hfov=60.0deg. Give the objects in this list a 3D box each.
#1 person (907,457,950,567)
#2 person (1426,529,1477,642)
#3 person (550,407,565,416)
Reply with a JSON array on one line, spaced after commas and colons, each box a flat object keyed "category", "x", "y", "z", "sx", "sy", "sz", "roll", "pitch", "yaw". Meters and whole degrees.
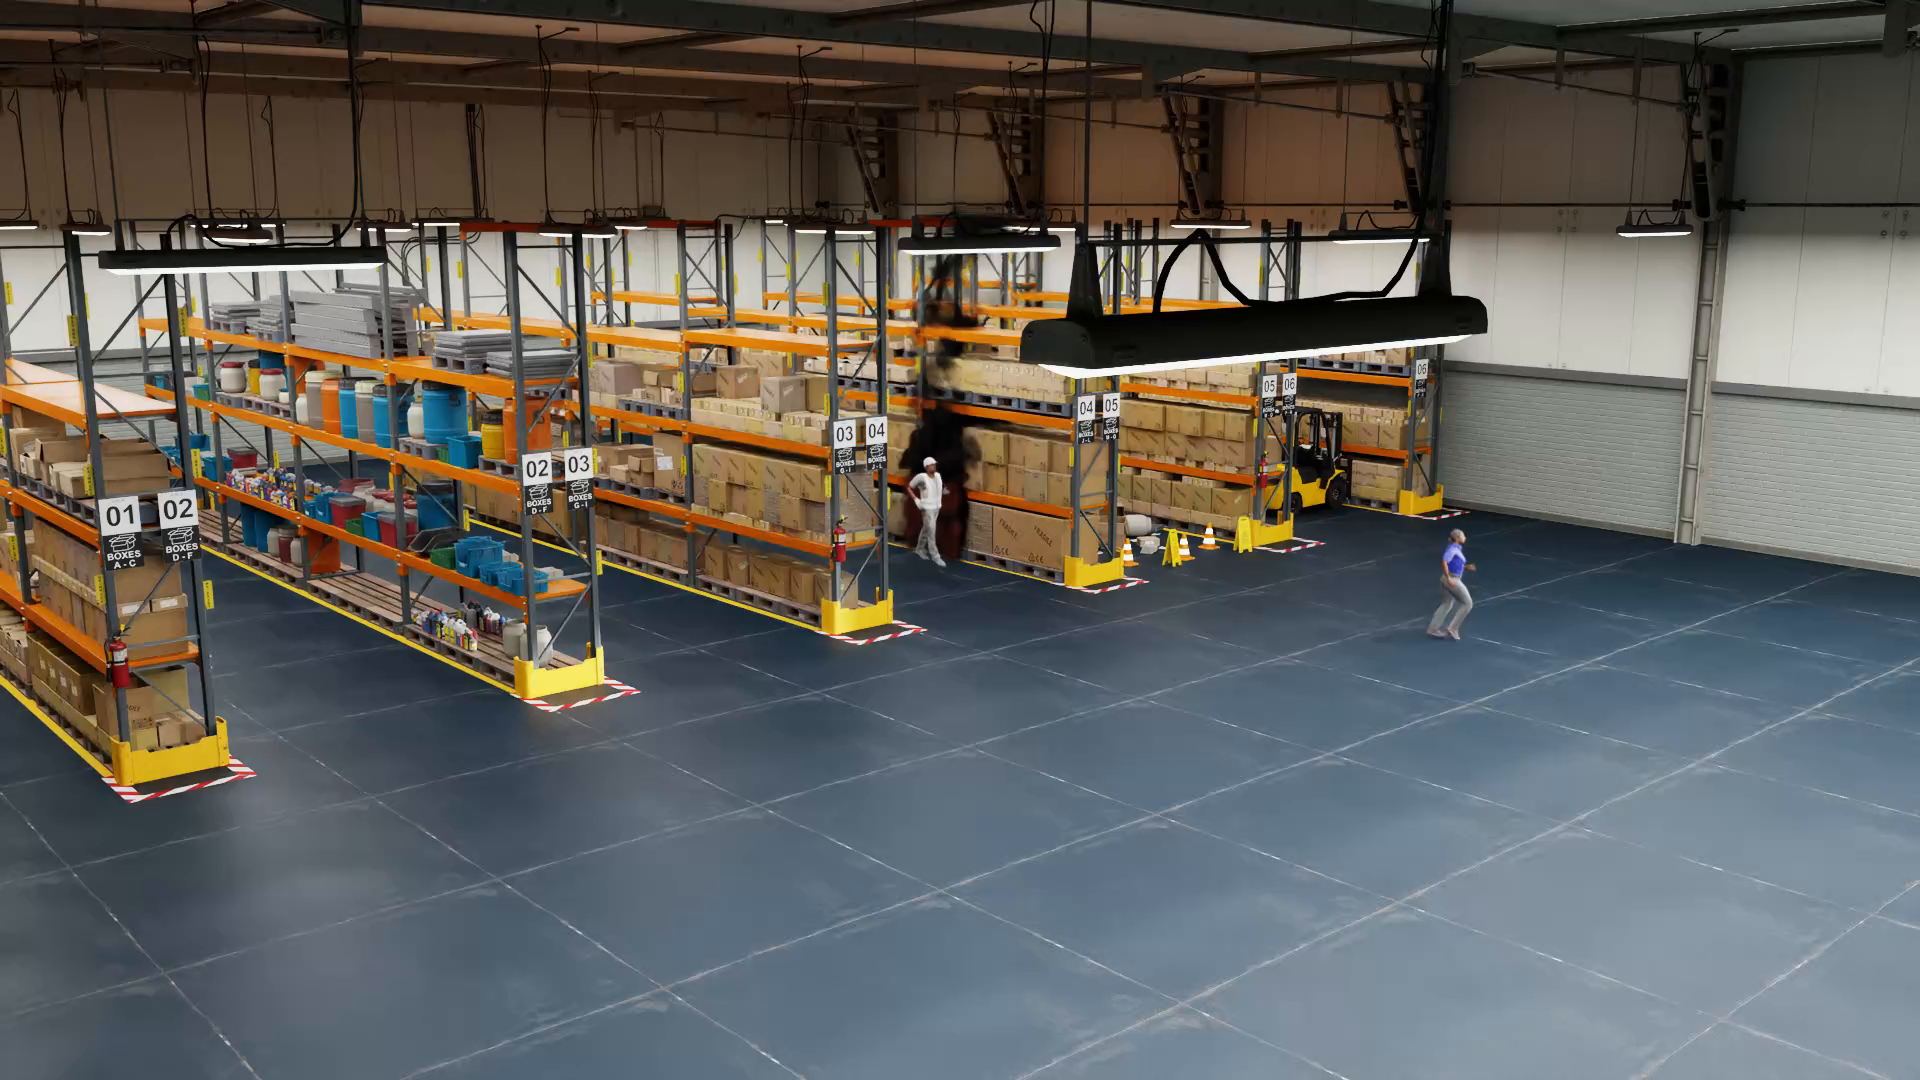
[{"category": "person", "x": -0.504, "y": -0.508, "z": 28.357, "sx": 0.775, "sy": 1.834, "sz": 0.662, "roll": 9, "pitch": 14, "yaw": 38}, {"category": "person", "x": 7.272, "y": 0.665, "z": 24.498, "sx": 0.703, "sy": 1.683, "sz": 0.569, "roll": 0, "pitch": 11, "yaw": -1}, {"category": "person", "x": -9.734, "y": -2.546, "z": 40.206, "sx": 0.716, "sy": 1.686, "sz": 0.774, "roll": 5, "pitch": 12, "yaw": 23}]
